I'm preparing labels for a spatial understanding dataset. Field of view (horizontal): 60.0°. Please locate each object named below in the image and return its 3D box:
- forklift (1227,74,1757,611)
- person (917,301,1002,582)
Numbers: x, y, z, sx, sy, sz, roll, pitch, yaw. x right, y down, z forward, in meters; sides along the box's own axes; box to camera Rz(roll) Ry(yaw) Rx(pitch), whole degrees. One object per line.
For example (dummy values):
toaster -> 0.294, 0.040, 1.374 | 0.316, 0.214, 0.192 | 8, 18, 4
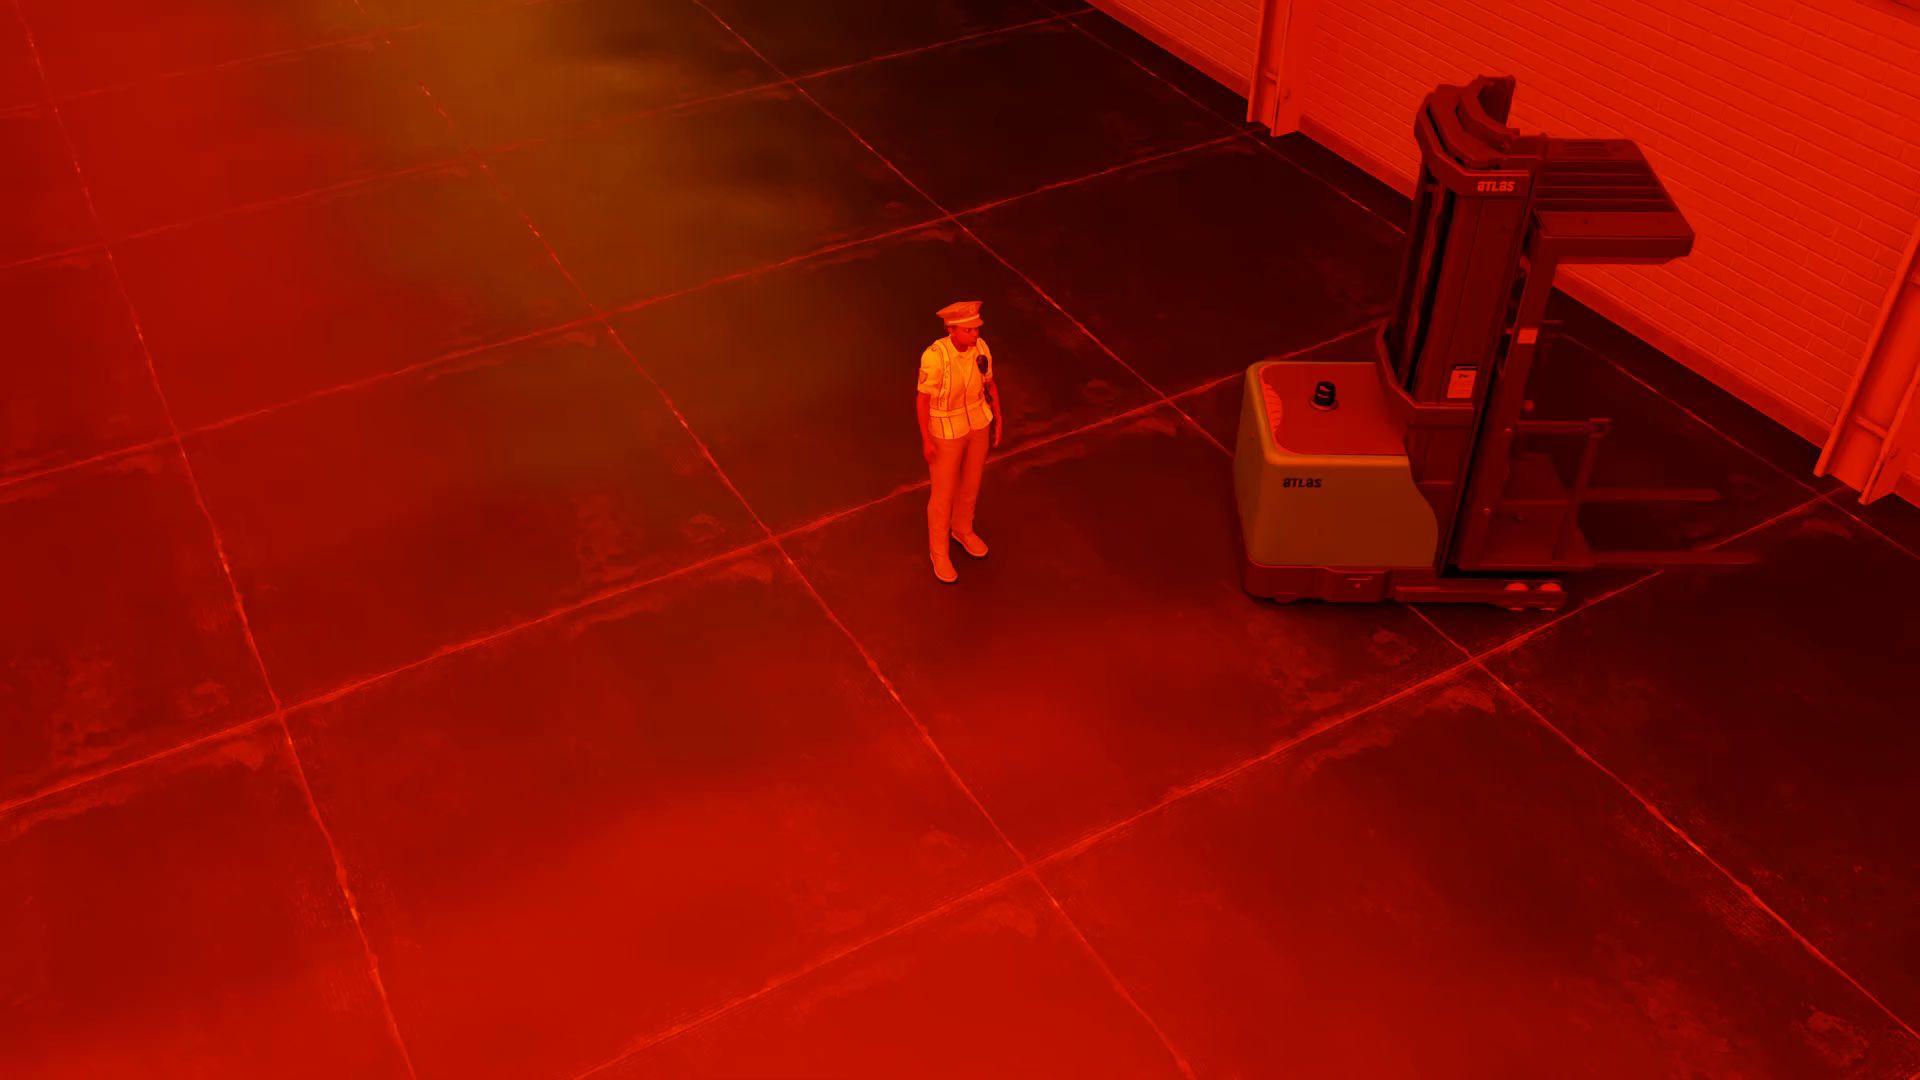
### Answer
forklift -> 3.203, -1.054, 9.307 | 3.031, 2.935, 1.130 | 1, 40, 1
person -> 0.020, -0.610, 9.729 | 0.570, 1.695, 0.530 | -20, 44, -23
